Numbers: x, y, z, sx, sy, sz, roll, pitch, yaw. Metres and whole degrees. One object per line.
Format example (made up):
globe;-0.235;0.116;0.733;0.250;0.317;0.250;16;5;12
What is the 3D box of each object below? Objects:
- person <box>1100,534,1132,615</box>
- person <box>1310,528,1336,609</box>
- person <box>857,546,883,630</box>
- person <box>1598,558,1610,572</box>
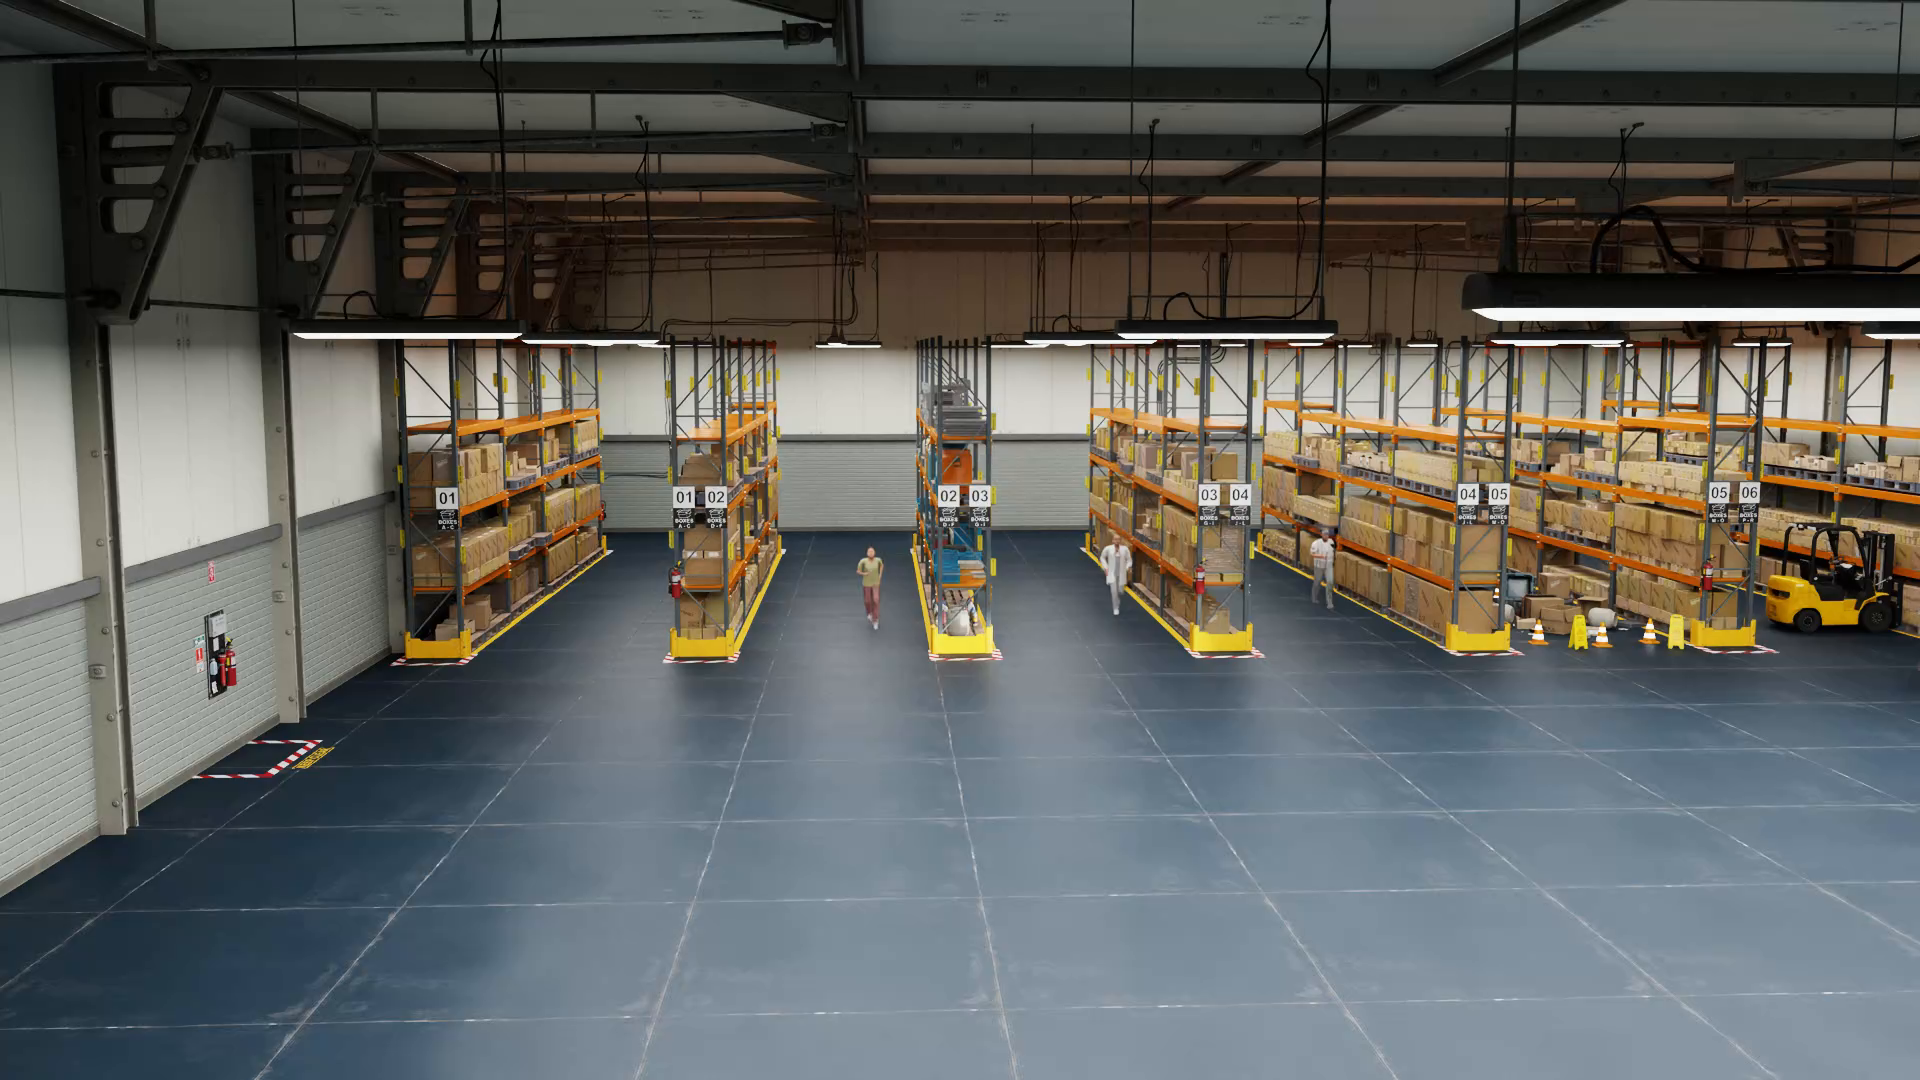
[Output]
person;3.391;0.771;36.230;0.695;1.648;0.797;0;6;-2
person;8.134;0.606;37.324;0.608;1.813;0.909;0;6;-2
person;-1.881;0.973;34.668;0.544;1.709;1.009;0;6;-3
person;16.141;0.234;41.544;0.542;1.559;0.581;-2;7;-14
